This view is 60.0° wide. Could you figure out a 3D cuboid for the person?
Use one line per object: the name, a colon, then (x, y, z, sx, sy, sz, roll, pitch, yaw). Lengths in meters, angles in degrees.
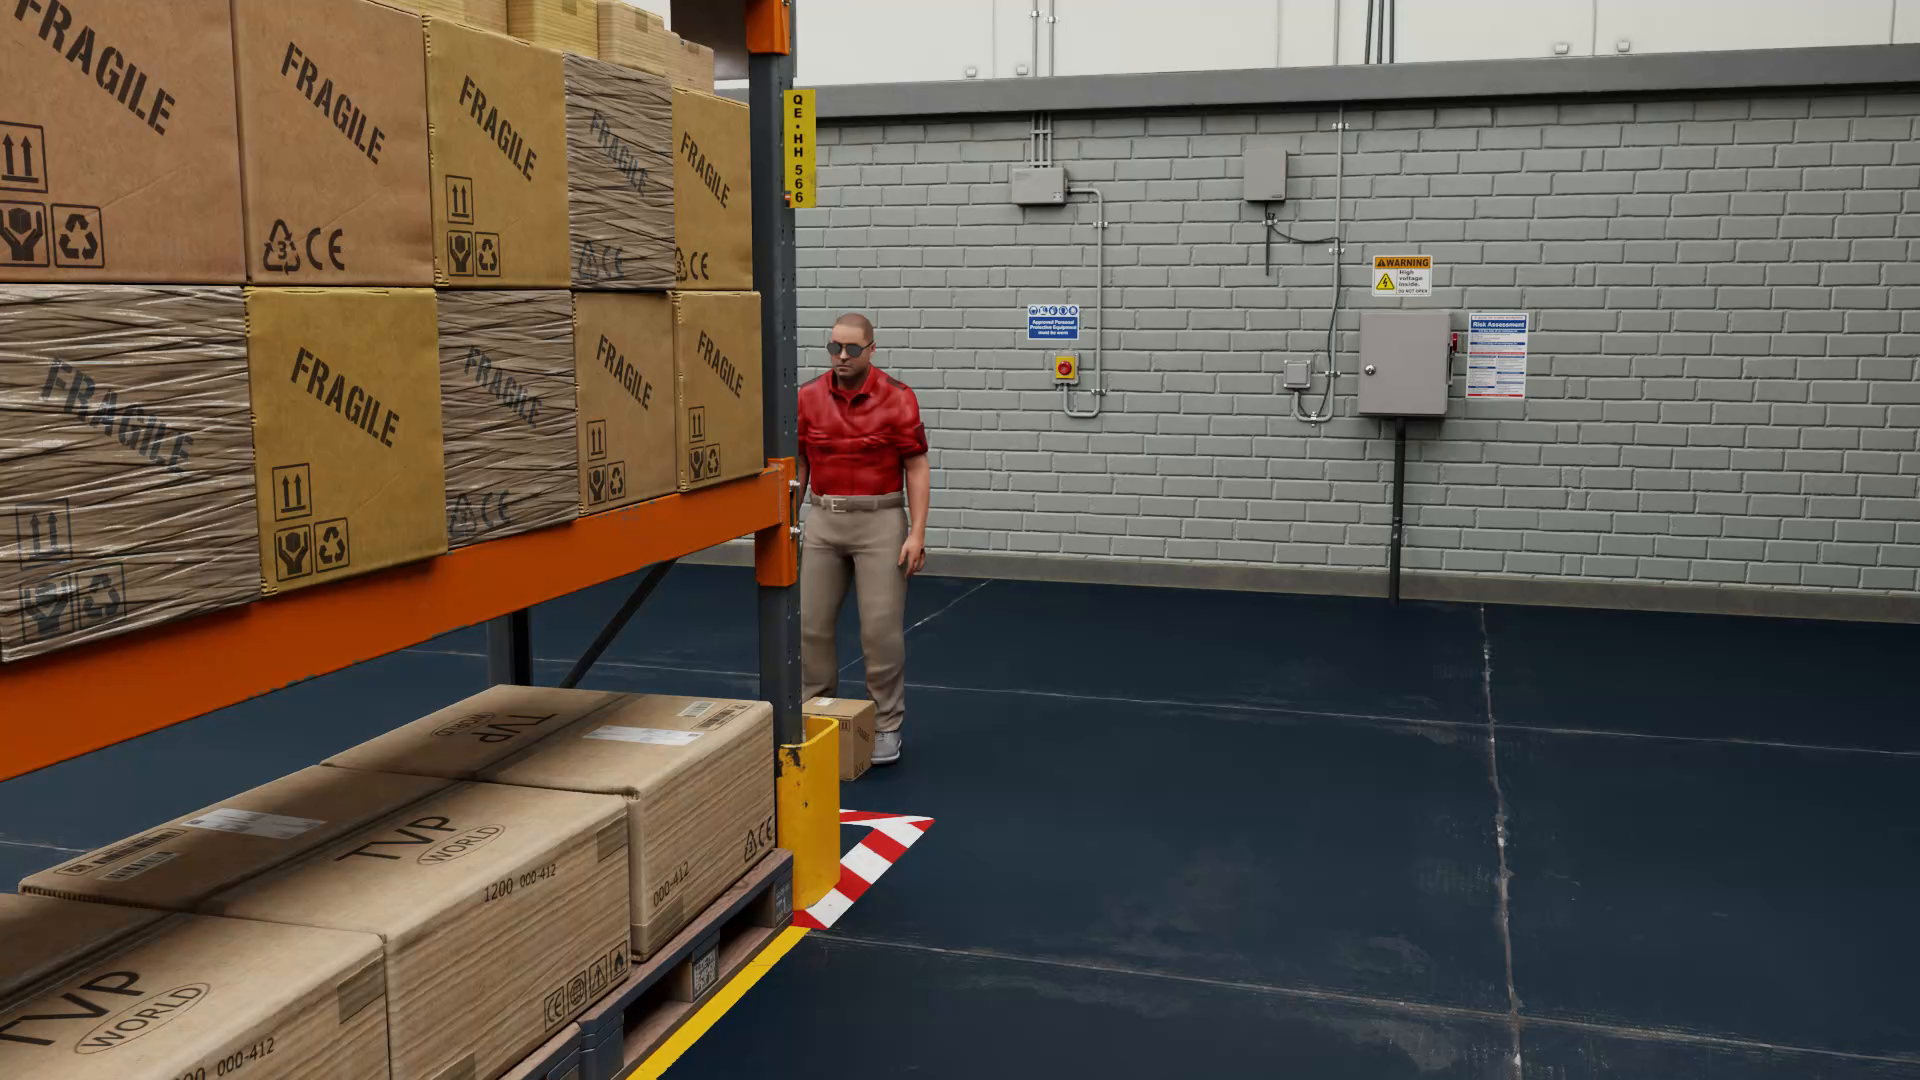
person: (-0.413, -0.013, 6.465, 0.595, 1.727, 0.384, 2, 9, 15)
